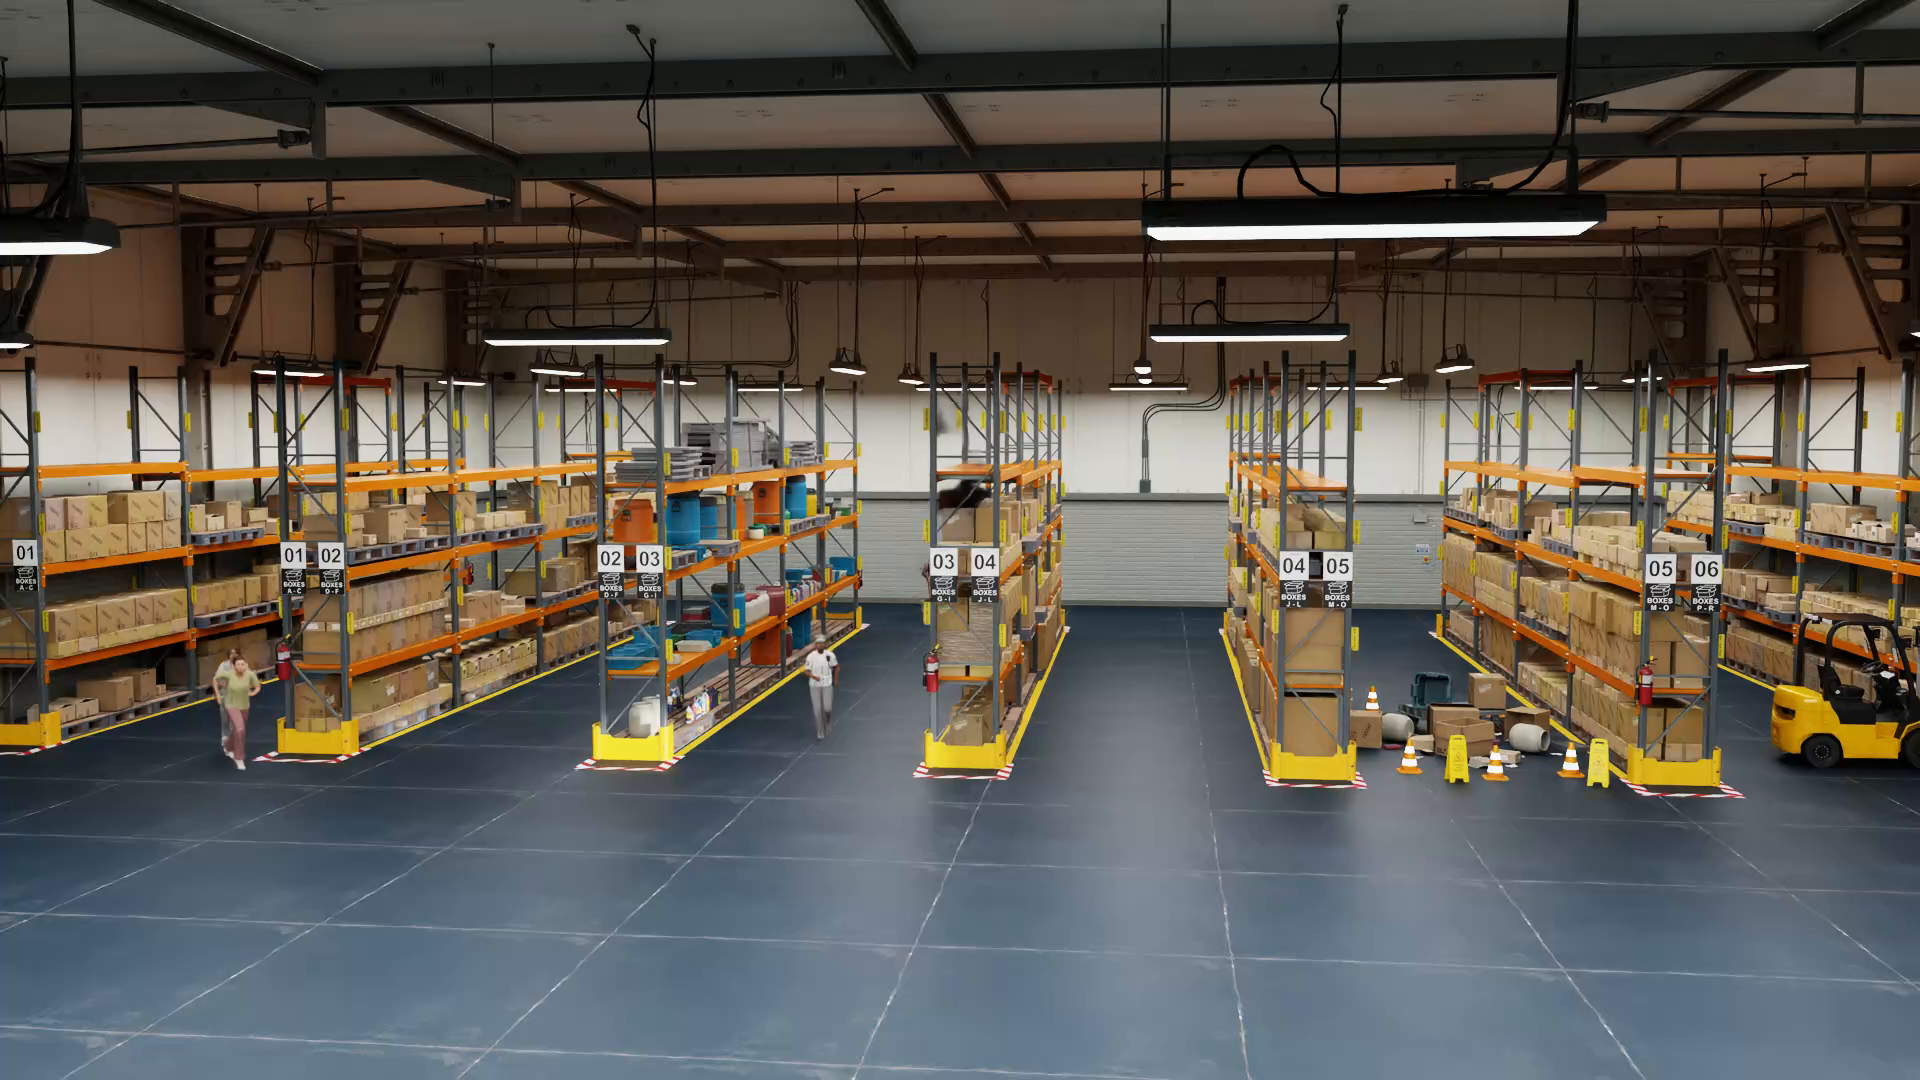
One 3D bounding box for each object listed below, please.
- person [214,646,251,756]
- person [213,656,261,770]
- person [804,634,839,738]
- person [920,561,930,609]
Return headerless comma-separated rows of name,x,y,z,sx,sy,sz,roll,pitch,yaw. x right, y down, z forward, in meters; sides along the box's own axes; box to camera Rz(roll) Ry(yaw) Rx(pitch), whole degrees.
person,-11.041,2.412,25.273,0.562,1.605,0.785,-1,4,-14
person,-10.543,2.497,24.238,0.602,1.683,0.851,-4,5,-42
person,-2.174,2.314,26.278,0.561,1.661,0.562,0,4,-7
person,-0.694,1.189,42.380,0.803,1.670,0.712,2,5,27
